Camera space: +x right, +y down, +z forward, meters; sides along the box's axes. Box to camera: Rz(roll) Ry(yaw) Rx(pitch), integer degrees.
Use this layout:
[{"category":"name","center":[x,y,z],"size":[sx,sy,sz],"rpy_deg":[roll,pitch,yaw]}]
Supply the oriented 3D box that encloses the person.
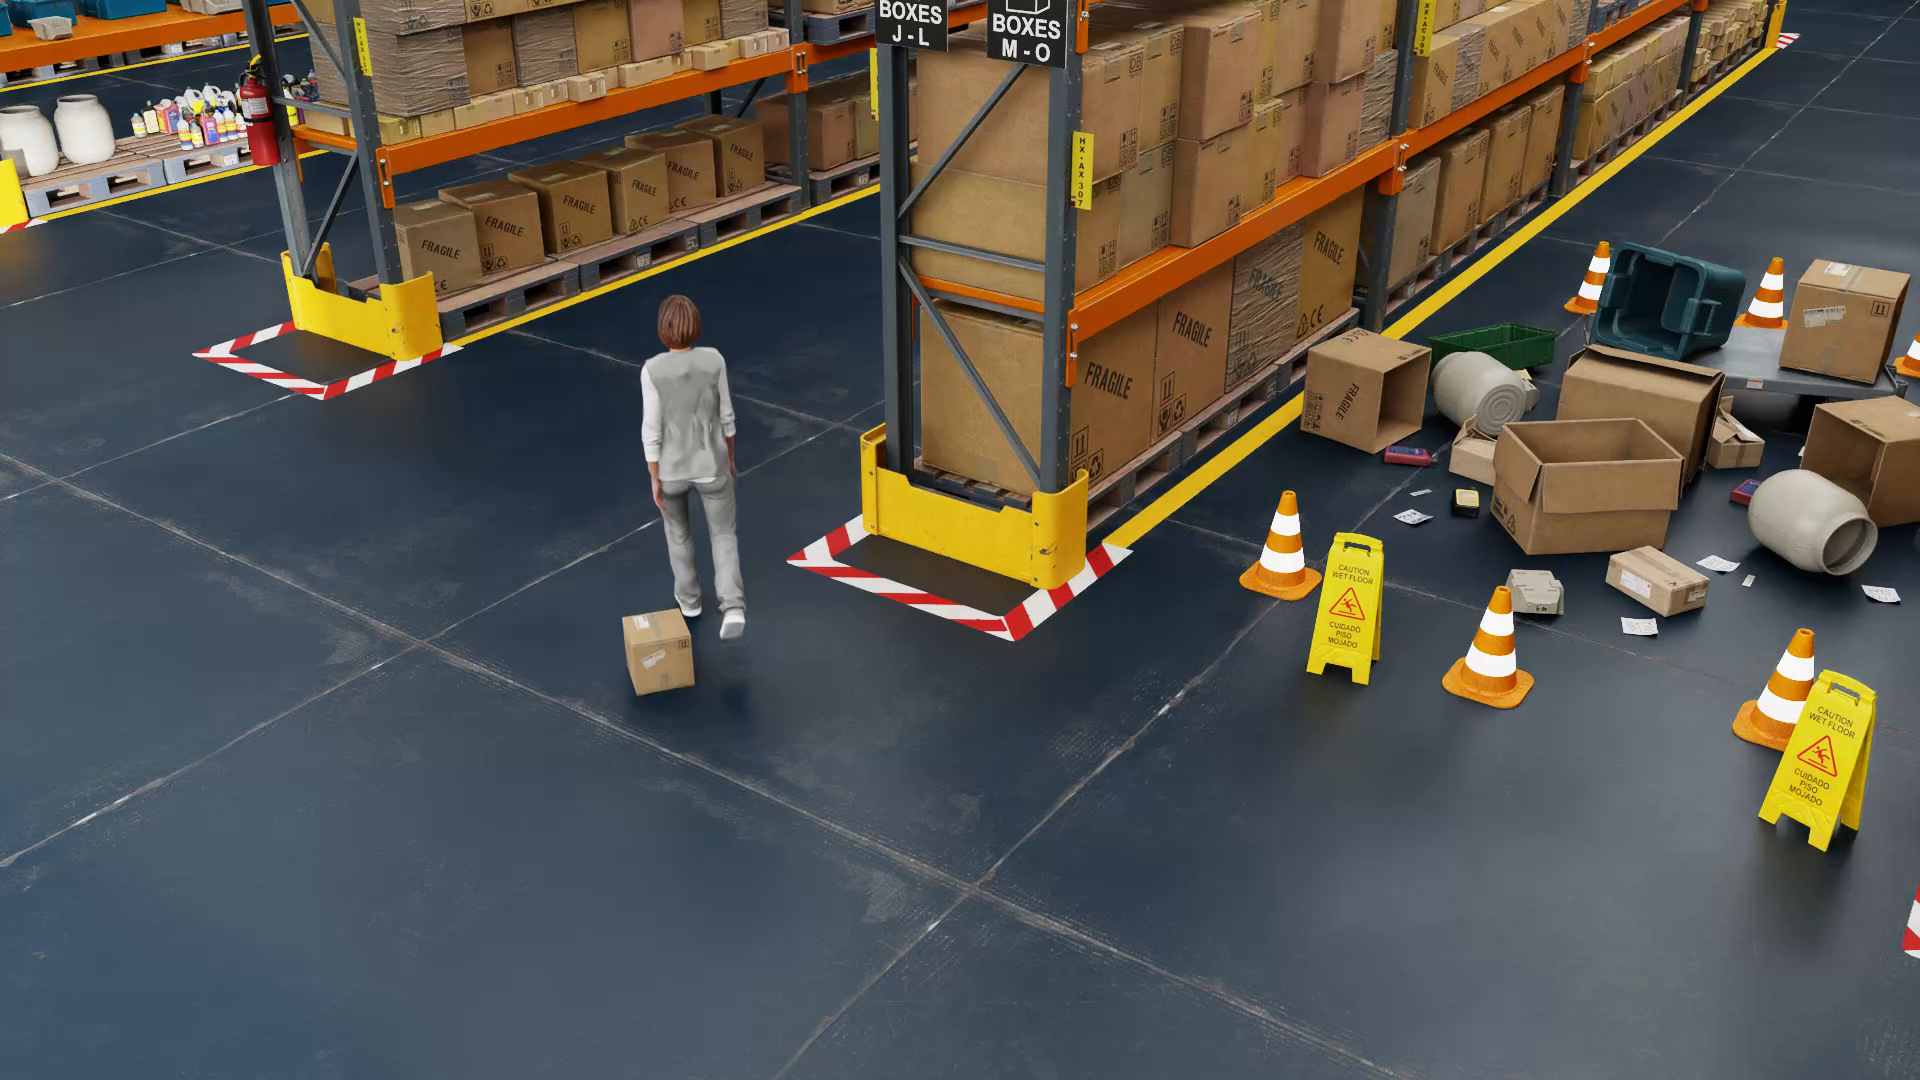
[{"category":"person","center":[-1.147,-0.287,7.160],"size":[0.409,1.562,0.805],"rpy_deg":[-8,28,-15]}]
